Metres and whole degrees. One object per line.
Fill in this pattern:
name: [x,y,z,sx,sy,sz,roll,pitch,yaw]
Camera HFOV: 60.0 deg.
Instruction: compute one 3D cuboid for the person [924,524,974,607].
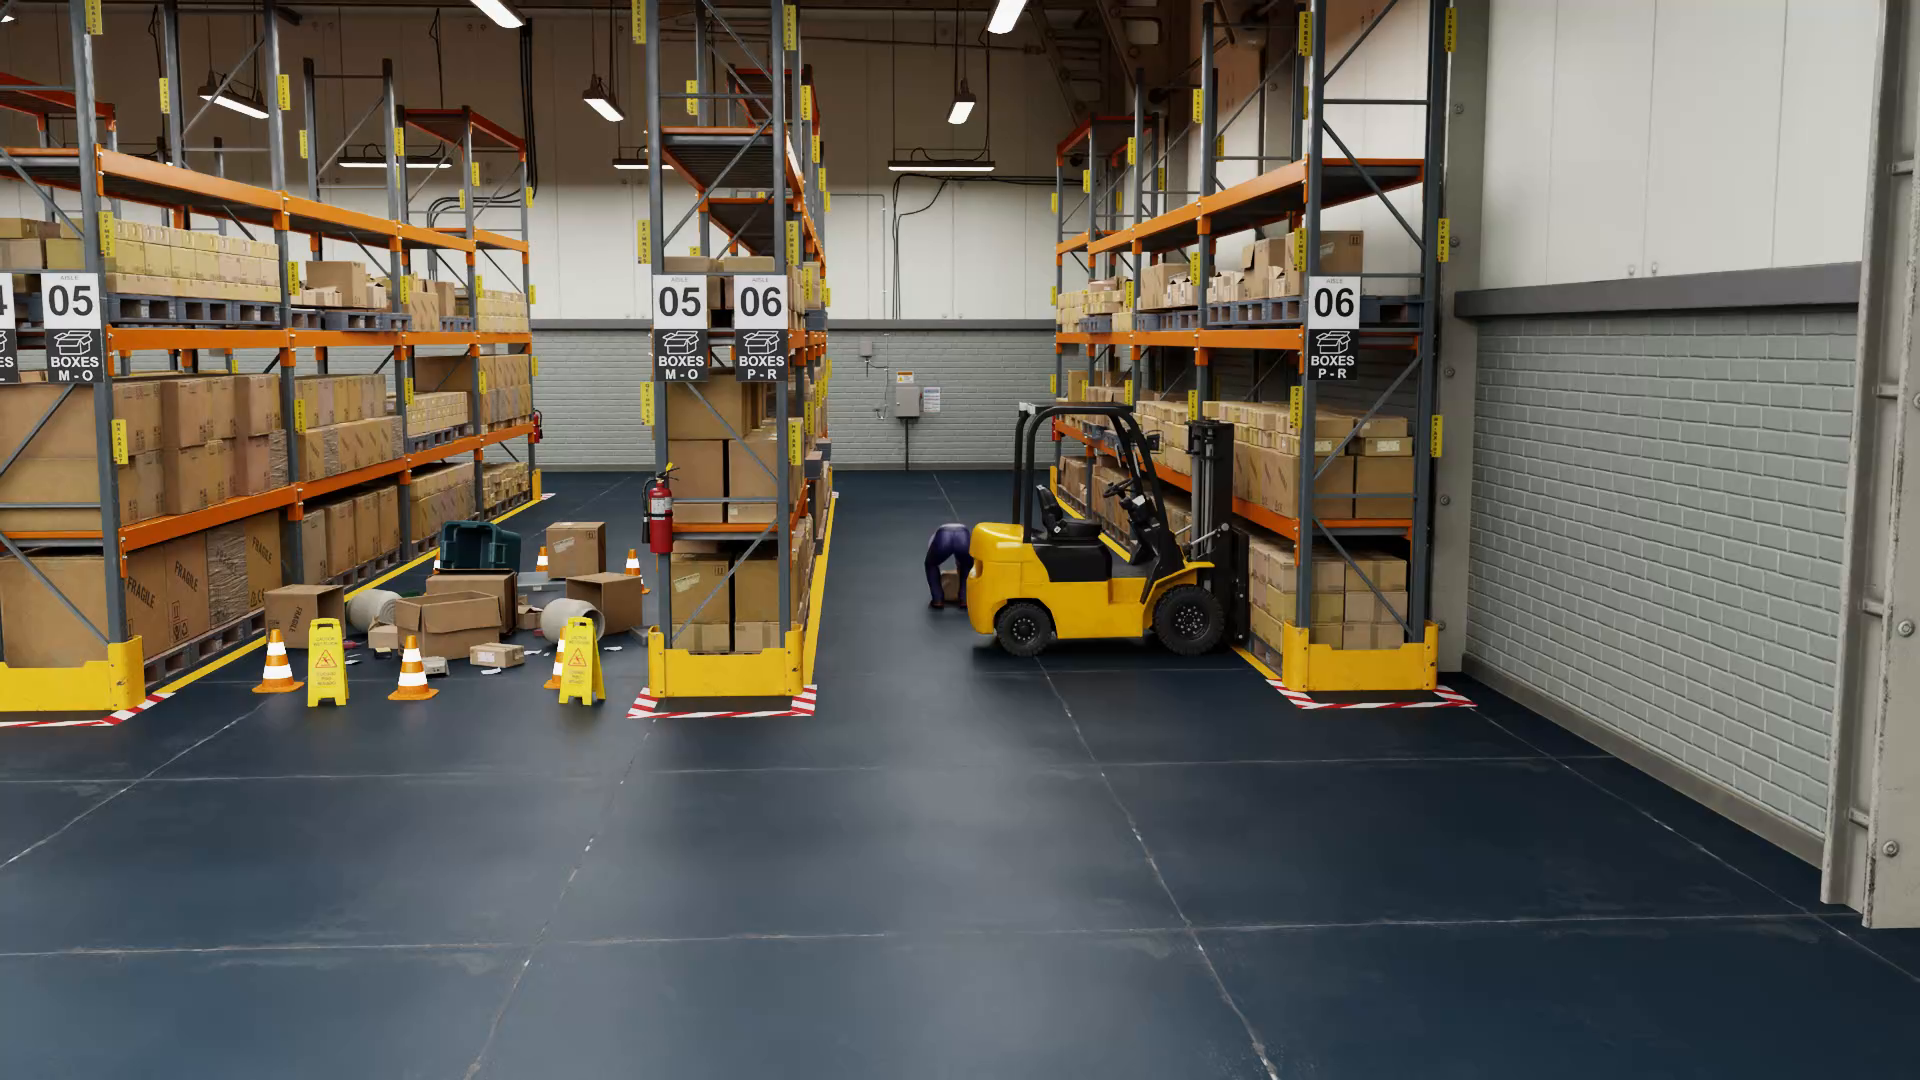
person: [-0.110,0.237,17.150,0.519,0.854,0.899,-1,7,-6]
